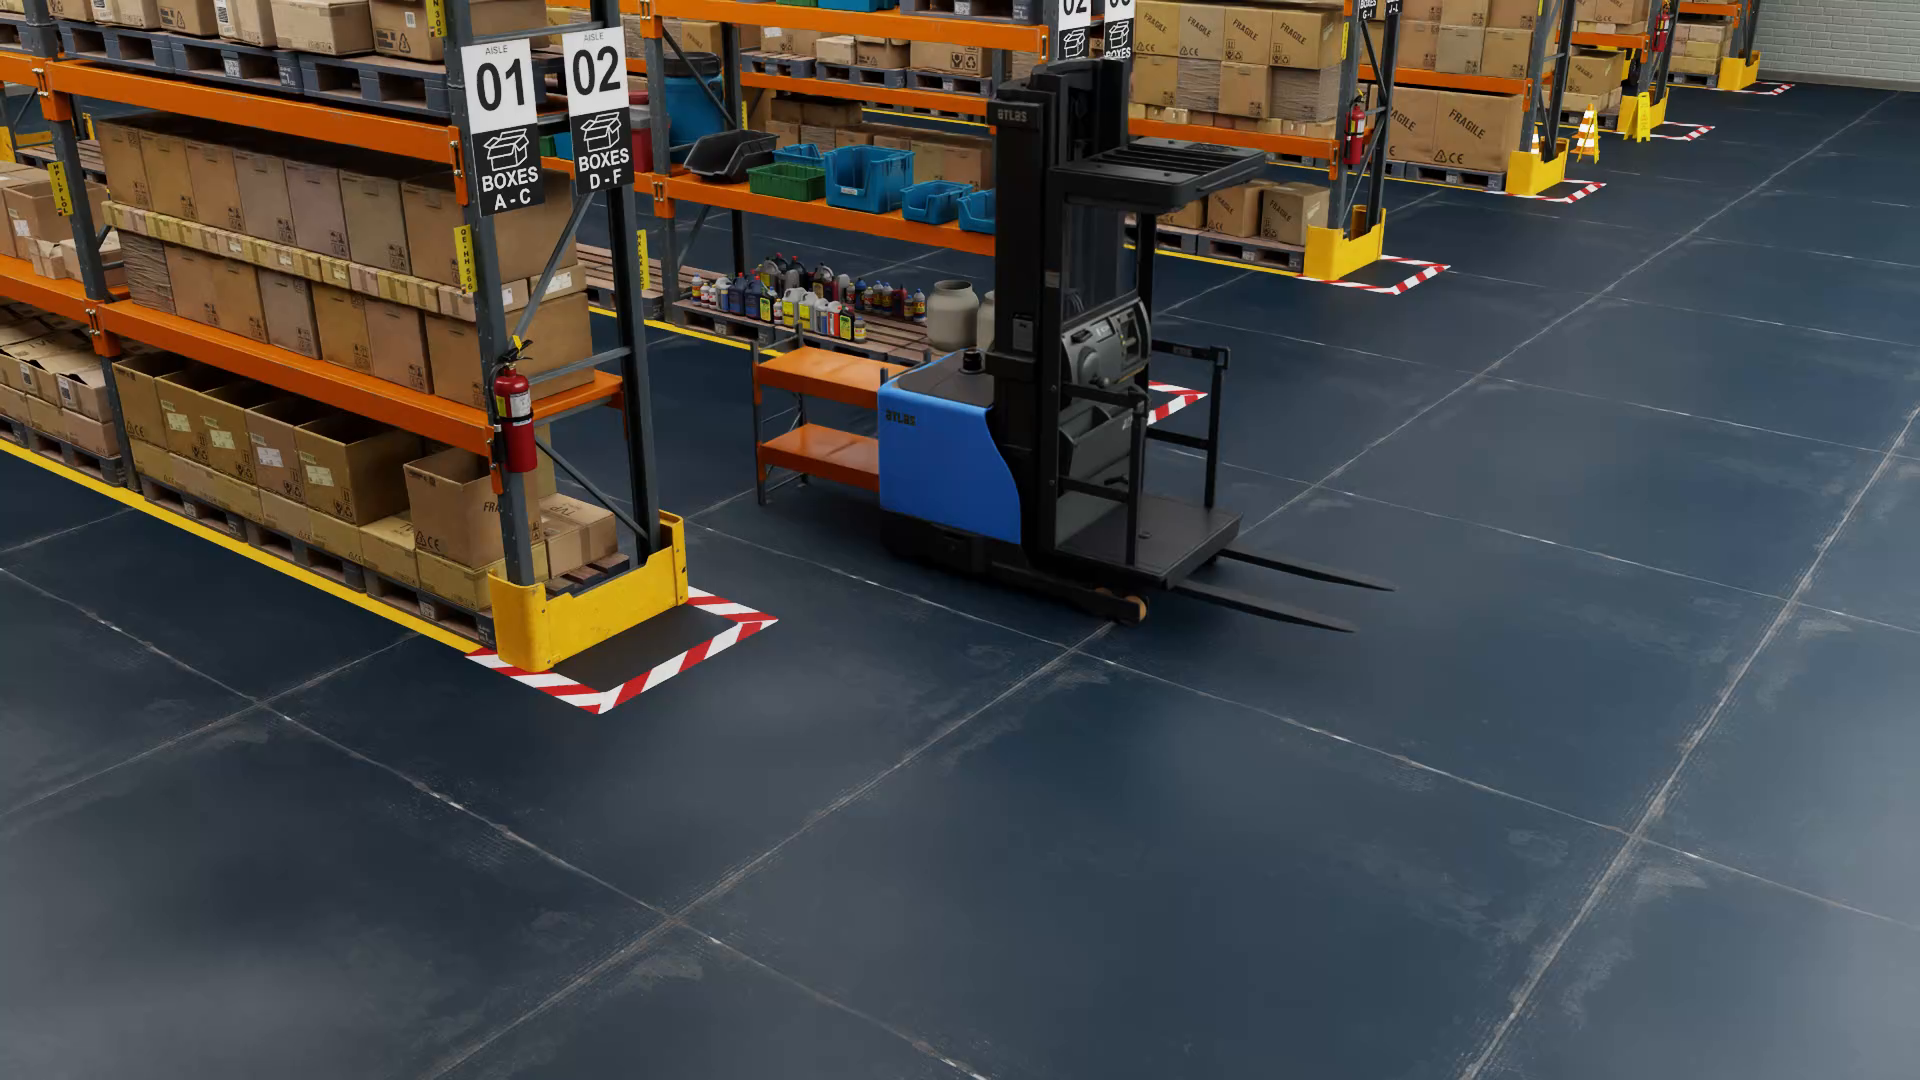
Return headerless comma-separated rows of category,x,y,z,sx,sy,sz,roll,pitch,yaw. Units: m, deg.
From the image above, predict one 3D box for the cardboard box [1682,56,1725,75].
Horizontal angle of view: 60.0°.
cardboard box,12.240,-7.833,27.377,0.500,0.250,0.500,17,29,34

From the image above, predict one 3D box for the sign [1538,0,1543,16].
sign,6.607,-6.130,18.892,0.005,0.325,0.100,17,29,33

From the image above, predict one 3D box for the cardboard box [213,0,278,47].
cardboard box,-3.581,-2.809,8.779,0.500,0.311,0.500,21,31,39

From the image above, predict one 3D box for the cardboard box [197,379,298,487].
cardboard box,-4.273,-0.682,10.216,0.500,0.500,0.500,17,29,33

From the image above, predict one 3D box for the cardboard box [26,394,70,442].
cardboard box,-6.166,-0.924,11.694,0.500,0.250,0.500,16,29,33

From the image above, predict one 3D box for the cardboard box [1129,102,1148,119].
cardboard box,1.887,-4.433,17.081,0.250,0.149,0.380,17,29,33

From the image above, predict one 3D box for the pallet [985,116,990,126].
pallet,1.128,-6.107,24.028,1.213,0.211,1.003,17,29,33

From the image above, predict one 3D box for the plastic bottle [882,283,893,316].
plastic bottle,-0.620,-2.065,14.233,0.097,0.271,0.097,0,24,0

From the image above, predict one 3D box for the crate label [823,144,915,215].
crate label,-0.717,-2.864,13.165,0.616,0.435,0.502,17,29,33

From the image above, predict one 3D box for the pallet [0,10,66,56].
pallet,-5.970,-3.354,10.838,1.217,0.209,0.805,16,28,31

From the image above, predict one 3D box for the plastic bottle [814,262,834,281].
plastic bottle,-1.183,-2.259,14.576,0.185,0.351,0.144,17,29,33

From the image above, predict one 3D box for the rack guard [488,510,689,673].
rack guard,-2.037,0.257,9.226,0.348,0.500,1.175,17,29,33

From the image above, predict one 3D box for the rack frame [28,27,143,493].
rack frame,-5.257,-1.860,10.930,0.127,3.000,1.000,17,29,33

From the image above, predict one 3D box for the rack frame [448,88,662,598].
rack frame,-2.056,-0.893,8.735,0.127,3.000,1.000,17,29,33

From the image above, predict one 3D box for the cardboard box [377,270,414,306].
cardboard box,-2.891,-1.391,8.937,0.250,0.149,0.380,16,29,33

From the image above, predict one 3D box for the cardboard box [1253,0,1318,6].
cardboard box,3.216,-5.072,16.486,0.500,0.500,0.500,17,29,33

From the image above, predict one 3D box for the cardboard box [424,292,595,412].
cardboard box,-2.422,-1.055,8.980,0.500,0.500,0.700,17,29,33

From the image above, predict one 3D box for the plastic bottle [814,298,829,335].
plastic bottle,-1.111,-1.851,13.742,0.135,0.276,0.152,16,28,32

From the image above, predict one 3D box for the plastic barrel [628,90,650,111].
plastic barrel,-2.917,-3.822,15.214,0.433,0.535,0.433,0,24,0

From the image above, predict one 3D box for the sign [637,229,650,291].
sign,-1.718,-1.503,8.947,0.005,0.325,0.100,17,29,33

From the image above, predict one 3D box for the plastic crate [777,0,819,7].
plastic crate,-1.184,-4.264,12.928,0.450,0.188,0.336,17,29,33

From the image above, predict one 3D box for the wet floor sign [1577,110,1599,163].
wet floor sign,8.155,-5.218,21.472,0.232,0.644,0.267,12,26,24

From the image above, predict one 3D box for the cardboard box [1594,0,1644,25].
cardboard box,9.232,-7.510,23.259,0.500,0.500,0.500,16,29,32

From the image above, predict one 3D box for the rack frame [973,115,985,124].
rack frame,0.542,-7.598,23.954,0.127,3.000,1.000,17,29,33

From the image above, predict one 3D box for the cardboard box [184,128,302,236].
cardboard box,-4.092,-2.151,9.858,0.500,0.500,0.700,17,29,33

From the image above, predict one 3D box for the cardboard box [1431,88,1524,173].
cardboard box,6.362,-5.026,20.231,0.875,0.875,0.875,17,29,34

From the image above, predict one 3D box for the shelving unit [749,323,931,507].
shelving unit,-0.754,-0.706,10.636,1.048,1.125,0.538,15,28,30

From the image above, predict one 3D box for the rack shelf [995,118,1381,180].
rack shelf,2.288,-4.242,17.229,4.000,0.370,1.077,17,29,33

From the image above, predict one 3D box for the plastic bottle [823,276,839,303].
plastic bottle,-1.119,-2.153,14.419,0.133,0.283,0.061,17,29,33

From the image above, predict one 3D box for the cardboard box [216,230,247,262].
cardboard box,-4.124,-1.765,9.786,0.250,0.149,0.380,16,28,32

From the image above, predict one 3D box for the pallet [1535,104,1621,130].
pallet,9.142,-6.235,24.319,1.213,0.211,1.003,17,29,33

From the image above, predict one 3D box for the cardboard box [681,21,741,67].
cardboard box,-3.057,-6.108,20.447,0.500,0.500,0.500,18,29,35

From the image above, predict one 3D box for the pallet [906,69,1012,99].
pallet,0.163,-5.199,18.747,1.213,0.211,1.003,17,29,33

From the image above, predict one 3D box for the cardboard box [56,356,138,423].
cardboard box,-5.753,-1.056,11.299,0.500,0.311,0.500,17,29,33

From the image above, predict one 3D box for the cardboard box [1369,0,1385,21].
cardboard box,5.306,-6.698,20.384,0.500,0.550,0.875,17,29,33

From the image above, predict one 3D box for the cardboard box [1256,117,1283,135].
cardboard box,3.106,-4.080,16.280,0.250,0.149,0.380,17,29,33

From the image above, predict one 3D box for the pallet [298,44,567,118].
pallet,-2.606,-2.404,8.555,1.213,0.211,1.003,17,29,33

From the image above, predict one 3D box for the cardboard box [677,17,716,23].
cardboard box,-3.089,-6.709,20.568,0.637,0.503,0.797,18,29,35

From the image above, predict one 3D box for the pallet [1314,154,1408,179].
pallet,5.285,-4.851,21.177,1.213,0.211,1.003,17,29,33

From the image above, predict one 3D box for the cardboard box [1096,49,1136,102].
cardboard box,1.850,-4.888,17.309,0.500,0.500,0.875,17,29,33

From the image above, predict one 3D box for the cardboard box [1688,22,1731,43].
cardboard box,12.250,-8.290,27.173,0.500,0.250,0.500,18,29,35

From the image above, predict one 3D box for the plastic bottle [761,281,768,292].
plastic bottle,-1.698,-2.085,14.279,0.097,0.271,0.097,0,24,0

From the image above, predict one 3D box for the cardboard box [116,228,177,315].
cardboard box,-4.898,-1.800,10.671,0.500,0.500,0.700,16,28,32

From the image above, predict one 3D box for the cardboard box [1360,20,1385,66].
cardboard box,5.345,-6.224,20.649,0.500,0.550,0.875,17,29,33

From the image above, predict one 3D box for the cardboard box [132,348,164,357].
cardboard box,-5.438,-1.231,11.696,0.500,0.311,0.500,17,29,33

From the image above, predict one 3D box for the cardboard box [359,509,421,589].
cardboard box,-3.070,0.022,9.548,0.500,0.250,0.500,17,29,33

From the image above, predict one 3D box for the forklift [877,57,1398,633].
forklift,1.003,-1.103,9.297,3.031,2.935,1.130,15,28,30

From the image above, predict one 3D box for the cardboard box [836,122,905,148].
cardboard box,-1.056,-4.660,19.838,0.500,0.500,0.700,20,31,38

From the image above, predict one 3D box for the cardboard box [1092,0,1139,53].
cardboard box,1.696,-5.262,16.919,0.500,0.500,0.500,17,29,33

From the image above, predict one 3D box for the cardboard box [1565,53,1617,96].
cardboard box,9.034,-6.672,23.811,0.500,0.500,0.500,17,29,34

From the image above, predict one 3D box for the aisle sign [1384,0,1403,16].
aisle sign,4.118,-5.359,15.648,0.004,0.787,0.394,17,29,33

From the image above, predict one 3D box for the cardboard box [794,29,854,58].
cardboard box,-1.551,-6.040,19.772,0.700,0.500,0.500,-22,32,-40

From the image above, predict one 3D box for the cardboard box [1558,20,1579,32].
cardboard box,8.719,-7.339,23.676,0.250,0.149,0.380,17,29,34

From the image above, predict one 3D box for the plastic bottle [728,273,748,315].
plastic bottle,-1.886,-2.117,14.254,0.185,0.351,0.144,18,29,35

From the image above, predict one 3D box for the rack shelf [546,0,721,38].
rack shelf,-3.883,-4.984,15.193,4.000,0.370,1.077,17,29,33

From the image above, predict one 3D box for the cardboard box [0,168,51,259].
cardboard box,-6.684,-2.345,11.907,0.500,0.500,0.500,17,29,33
